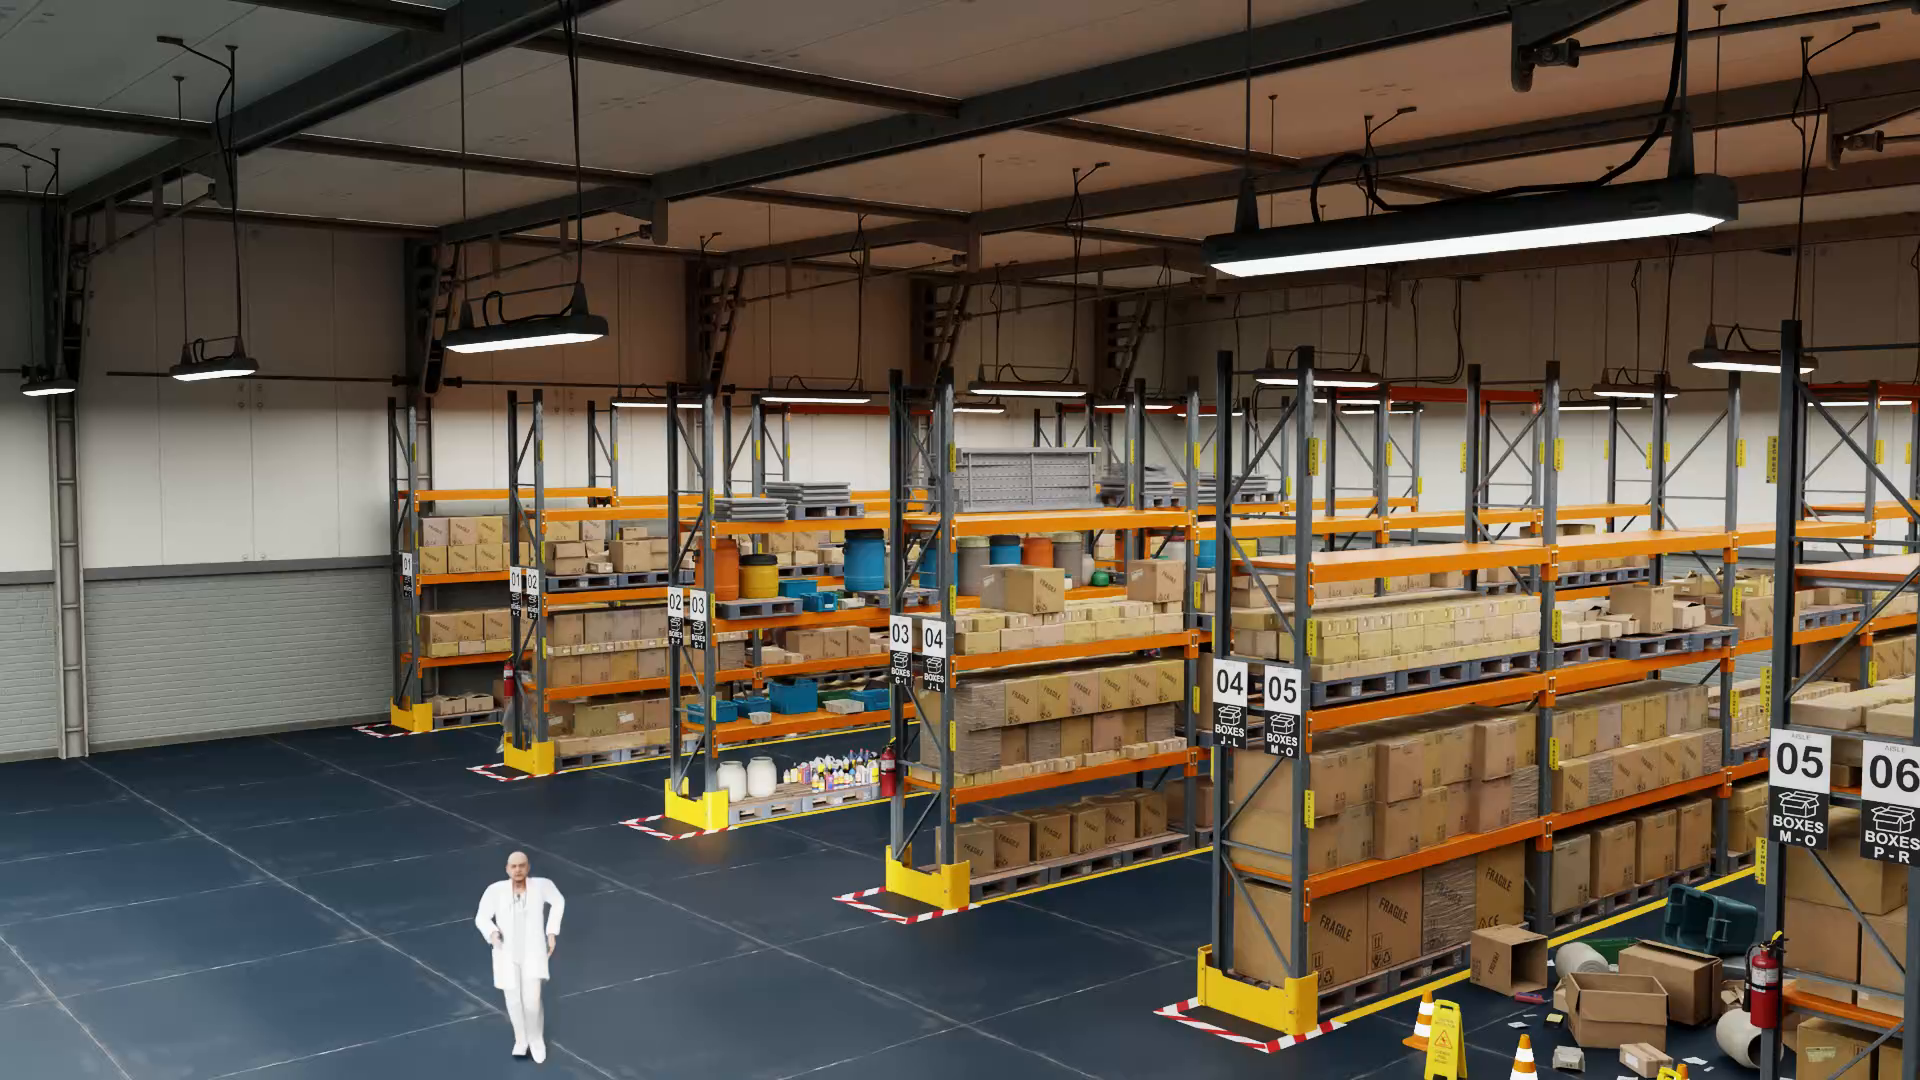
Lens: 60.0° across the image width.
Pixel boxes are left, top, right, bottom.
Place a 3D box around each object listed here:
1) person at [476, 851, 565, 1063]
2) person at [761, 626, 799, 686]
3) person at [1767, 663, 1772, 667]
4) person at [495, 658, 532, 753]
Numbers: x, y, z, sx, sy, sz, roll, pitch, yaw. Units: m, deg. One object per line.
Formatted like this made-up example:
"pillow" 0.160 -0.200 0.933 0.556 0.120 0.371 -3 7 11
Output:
"person" -3.669 3.483 13.845 0.702 1.779 0.739 -1 3 -9
"person" -3.397 2.174 31.502 0.710 1.778 0.858 3 5 44
"person" 12.528 2.806 25.571 0.764 1.859 0.671 -2 4 -35
"person" -7.360 2.759 27.911 0.582 1.593 0.817 3 4 40
